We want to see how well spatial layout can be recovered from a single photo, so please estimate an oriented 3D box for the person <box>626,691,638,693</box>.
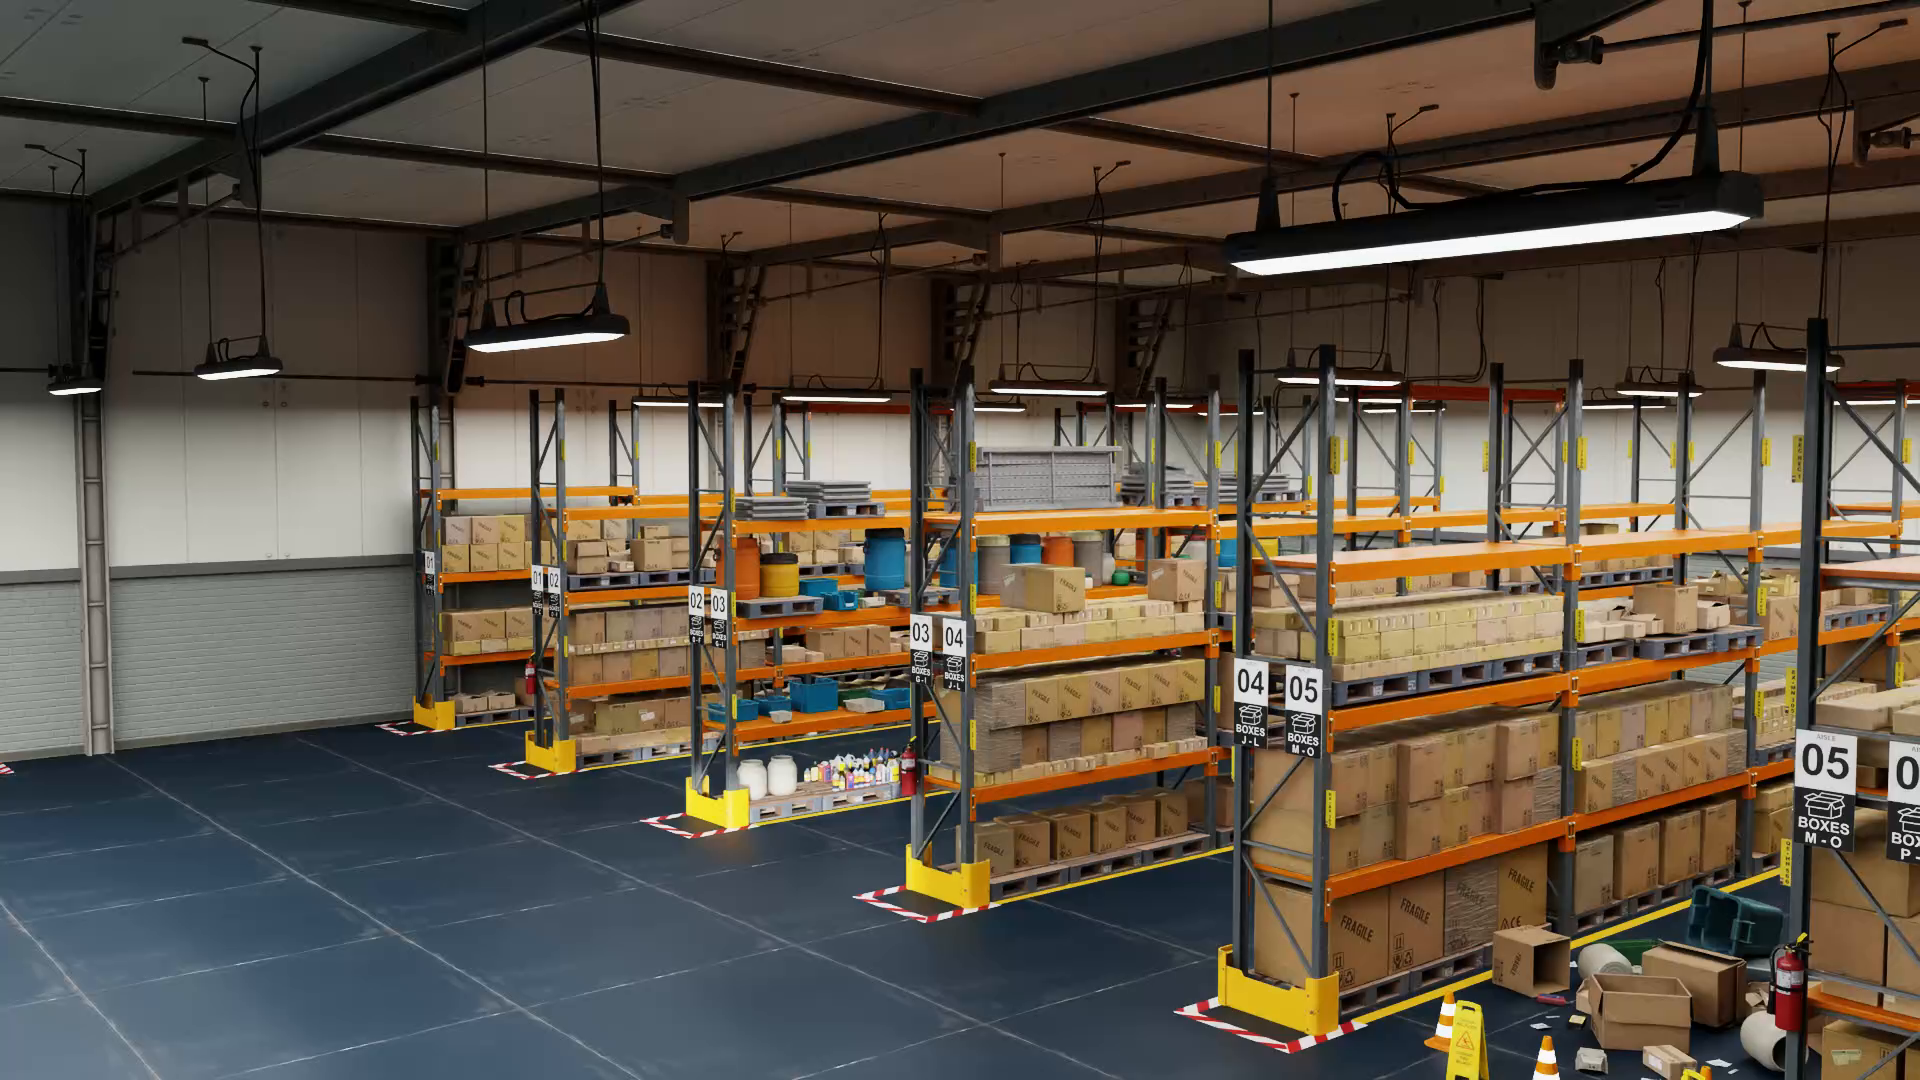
[{"bbox_3d":[-5.993,2.526,30.248,0.569,1.661,0.881,2,4,28],"label":"person"}]
